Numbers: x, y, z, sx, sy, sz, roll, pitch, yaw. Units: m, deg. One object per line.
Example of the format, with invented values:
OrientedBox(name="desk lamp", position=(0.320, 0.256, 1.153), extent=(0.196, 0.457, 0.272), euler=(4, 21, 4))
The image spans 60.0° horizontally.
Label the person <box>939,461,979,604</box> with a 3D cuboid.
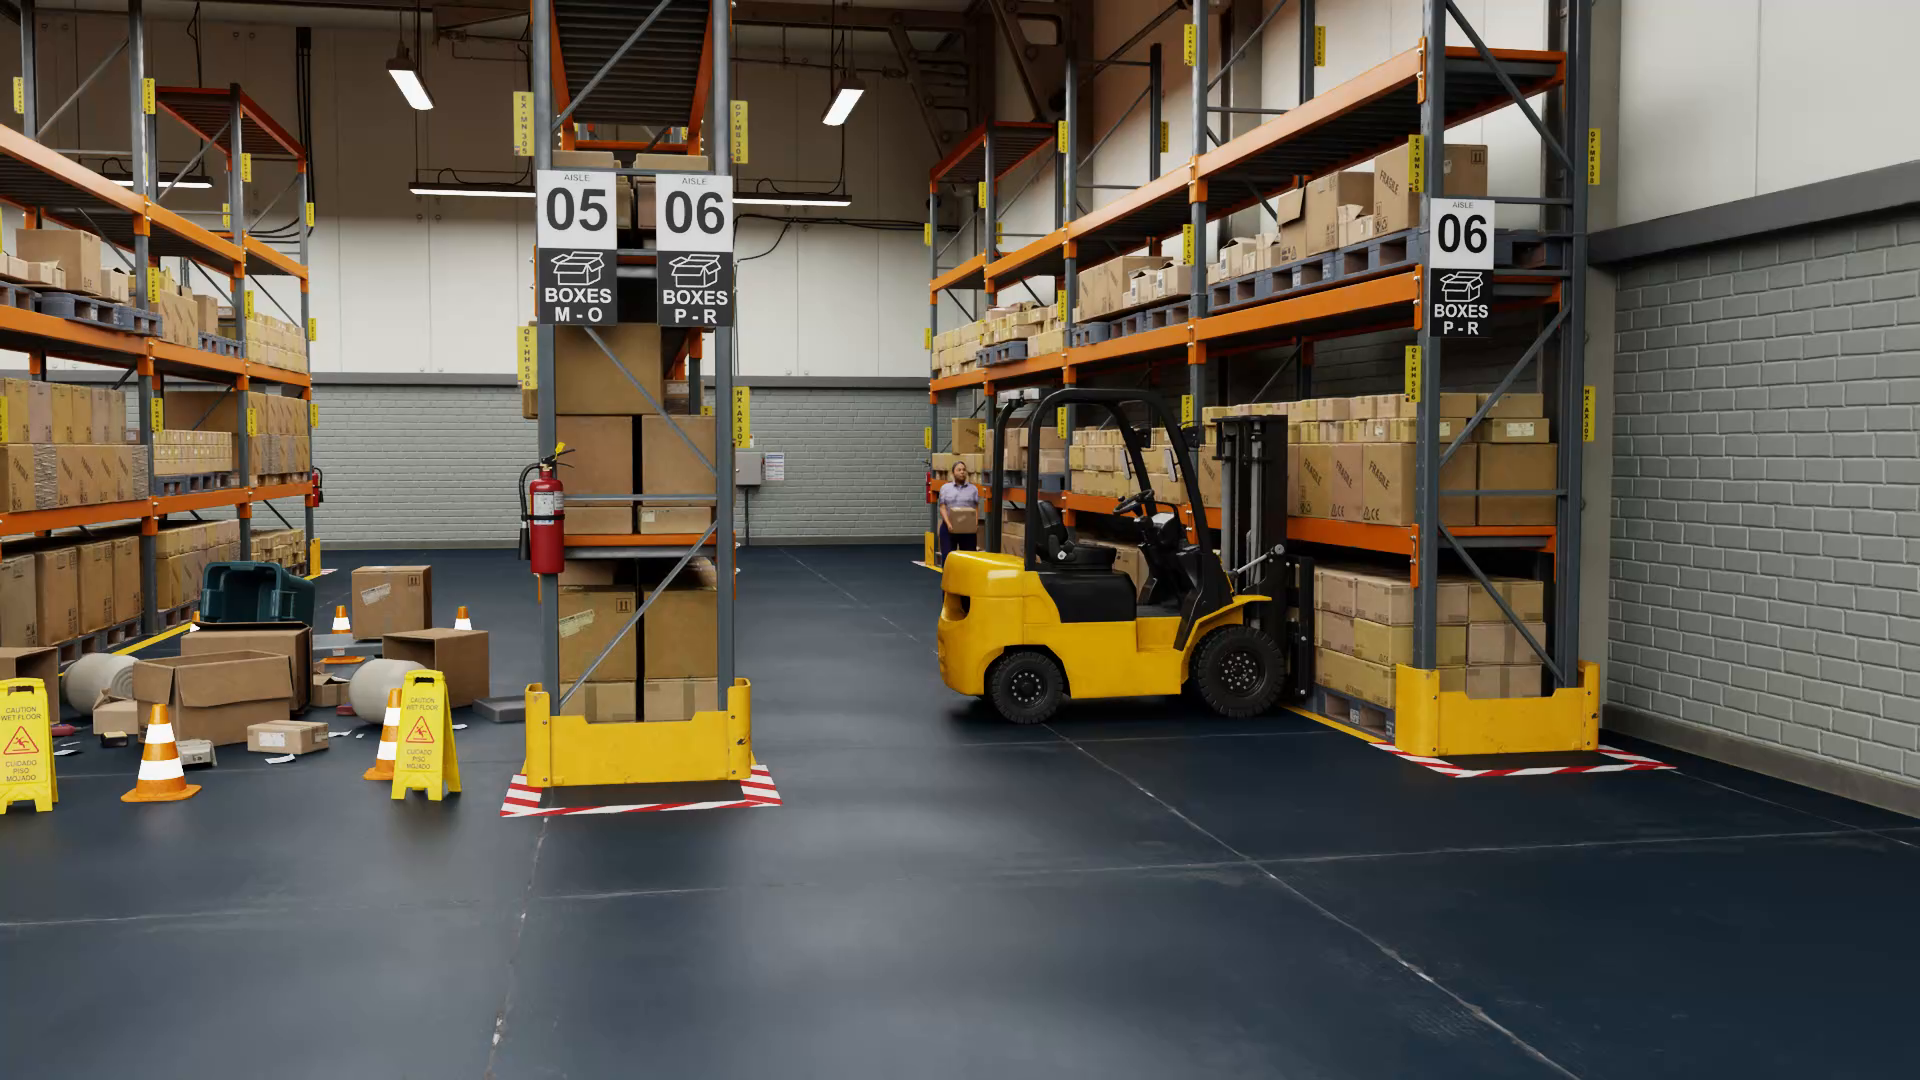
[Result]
OrientedBox(name="person", position=(0.004, -0.047, 18.303), extent=(0.452, 1.630, 0.524), euler=(-1, 3, -10))
